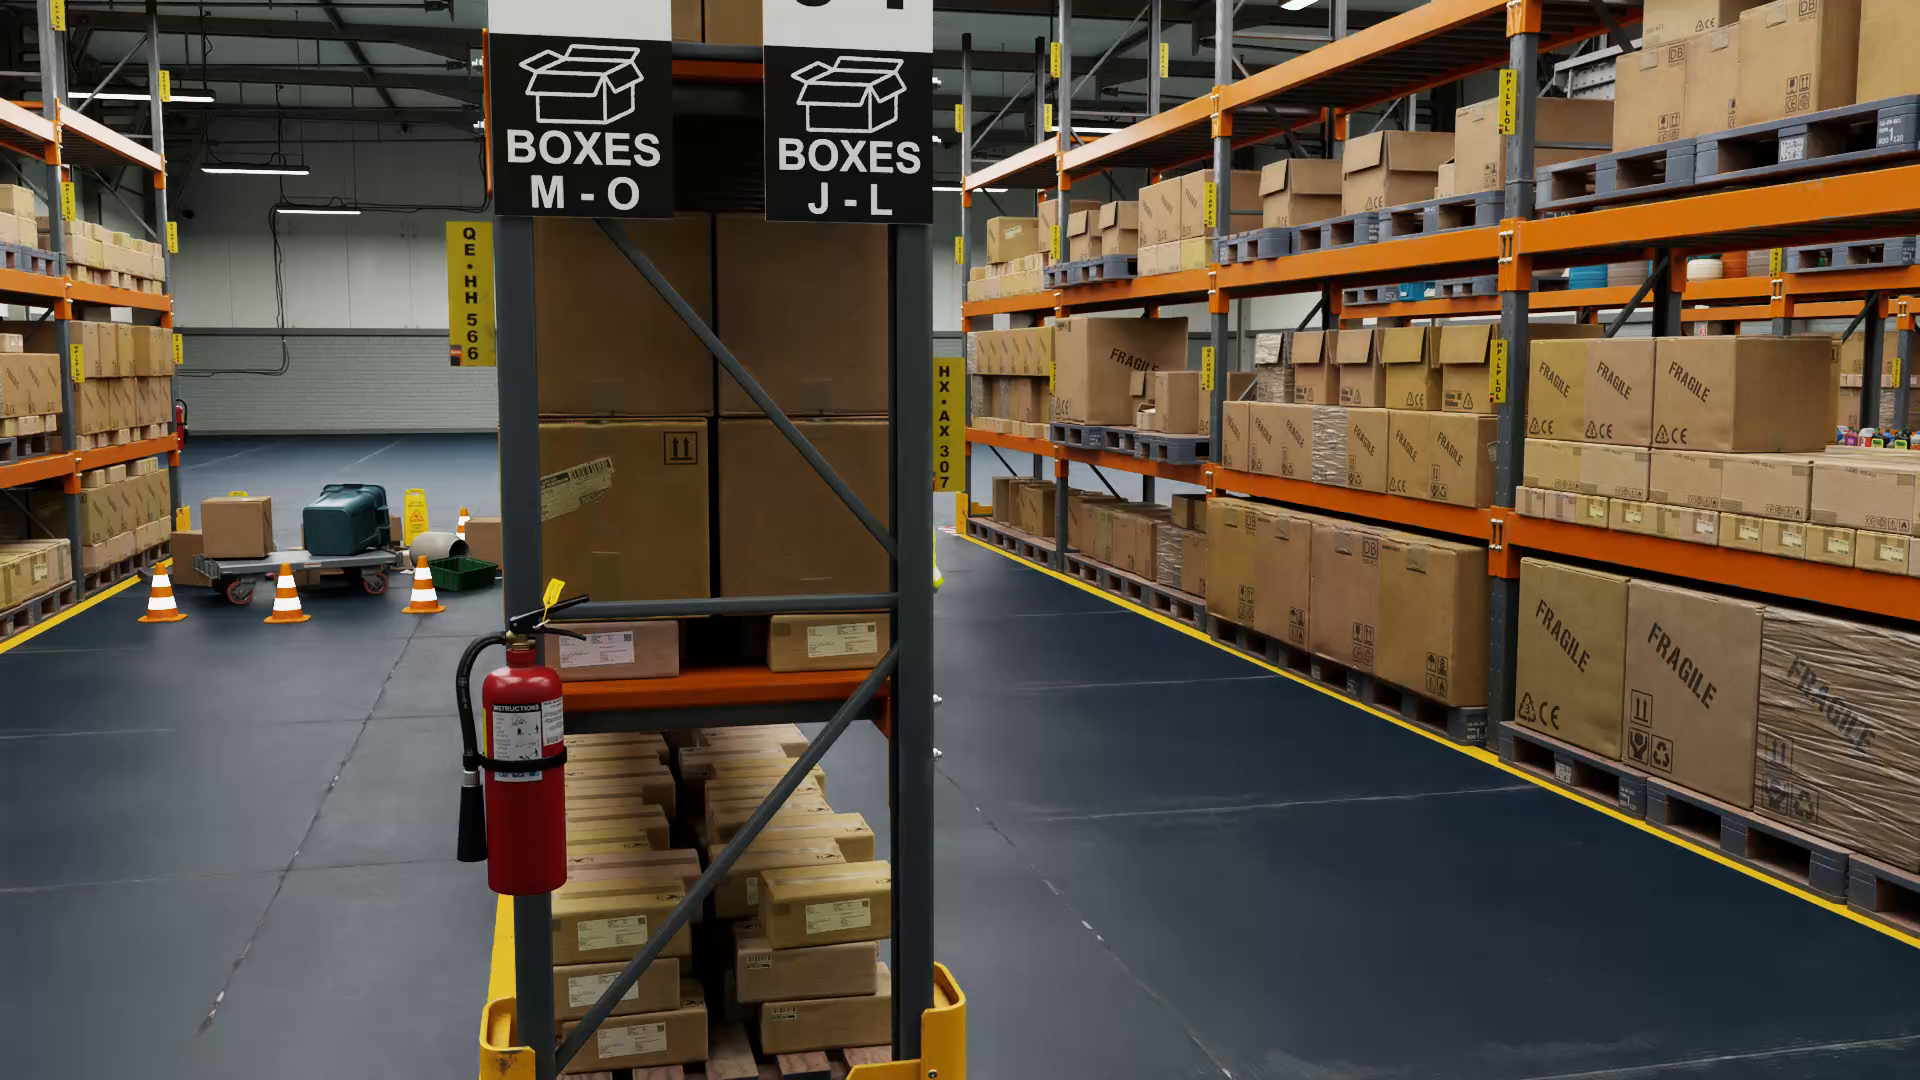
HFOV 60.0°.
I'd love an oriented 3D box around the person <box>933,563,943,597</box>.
[{"bbox_3d":[-0.565,0.347,11.841,0.892,0.976,0.581,-2,6,-14],"label":"person"}]
